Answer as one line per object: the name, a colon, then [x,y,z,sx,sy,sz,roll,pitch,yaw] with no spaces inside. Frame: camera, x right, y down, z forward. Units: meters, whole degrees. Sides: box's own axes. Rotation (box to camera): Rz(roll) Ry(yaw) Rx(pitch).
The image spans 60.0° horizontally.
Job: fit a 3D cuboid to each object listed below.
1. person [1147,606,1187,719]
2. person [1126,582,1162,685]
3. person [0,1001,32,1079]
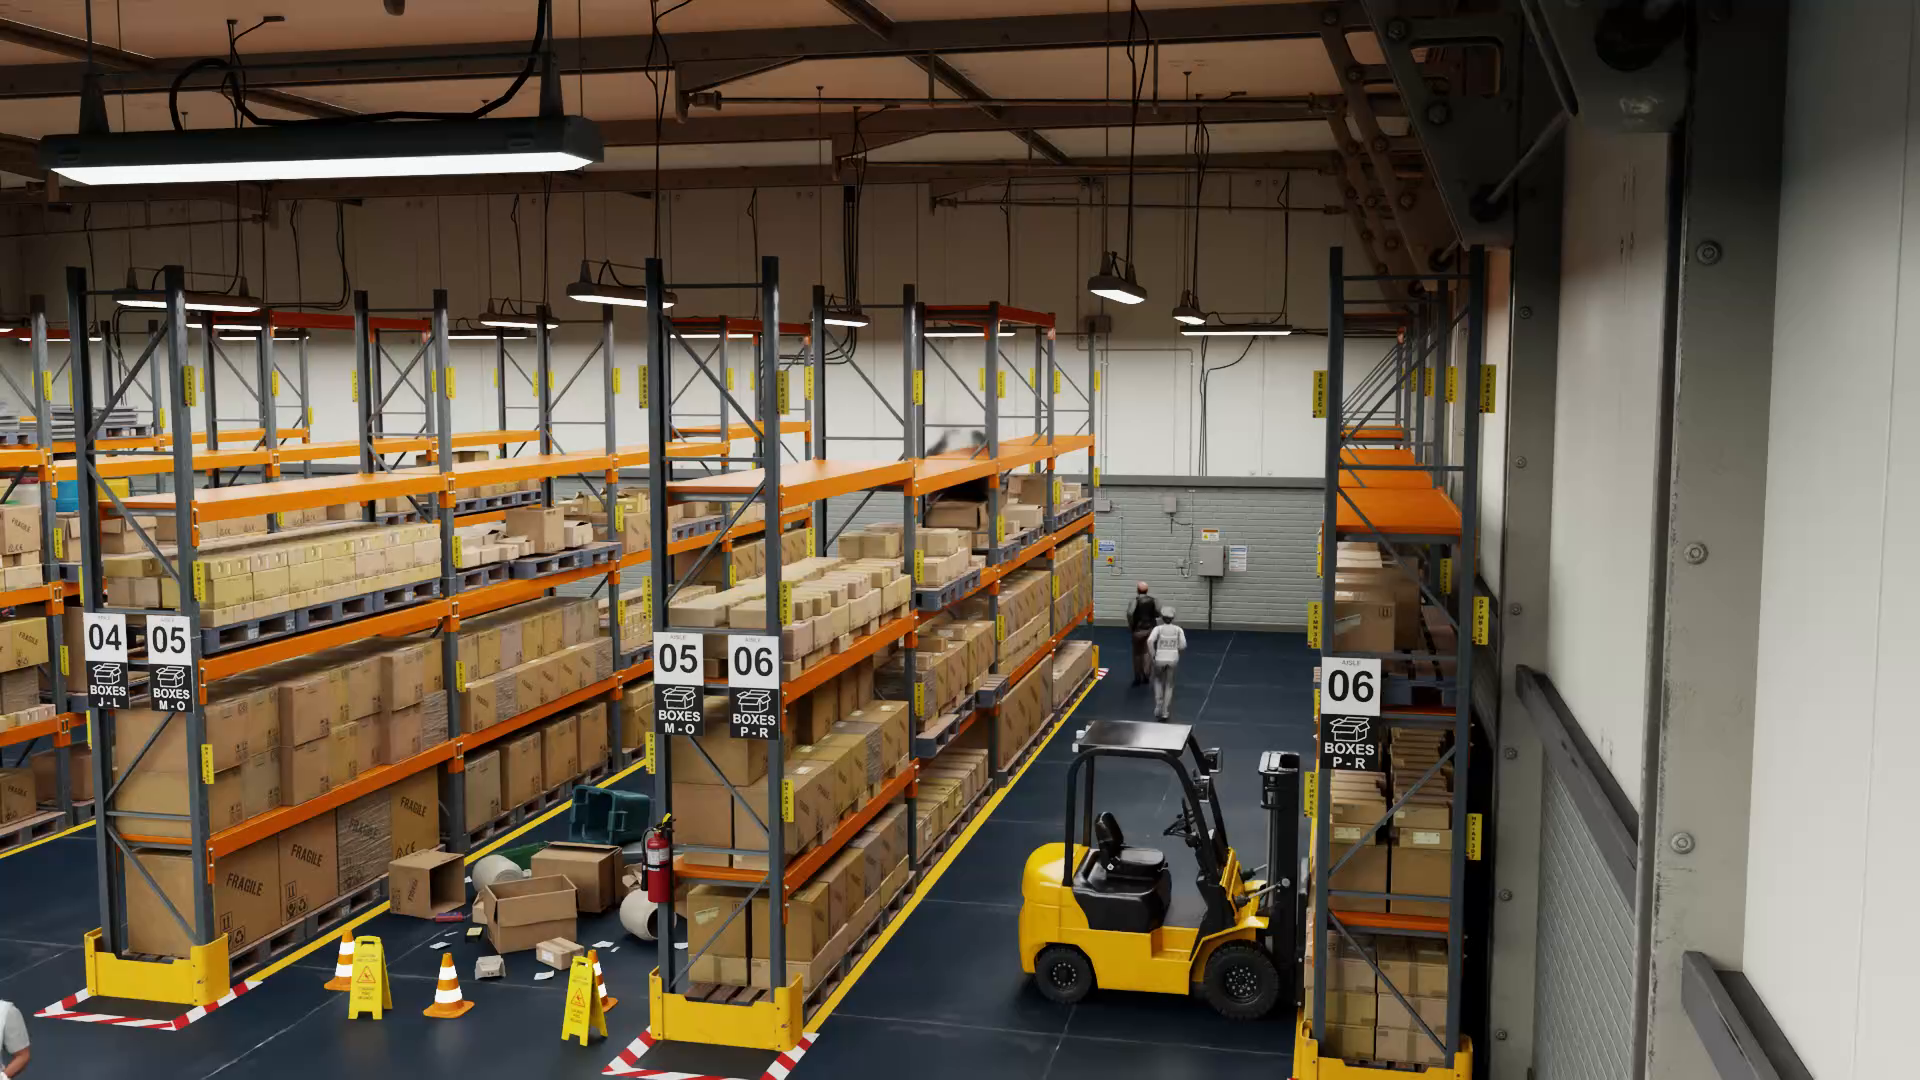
person: [3.072,1.827,24.774,0.601,1.671,0.701,0,6,5]
person: [3.019,1.555,27.227,0.641,1.743,0.896,0,6,-1]
person: [-5.828,3.327,9.713,0.732,1.724,0.651,-3,7,-29]
